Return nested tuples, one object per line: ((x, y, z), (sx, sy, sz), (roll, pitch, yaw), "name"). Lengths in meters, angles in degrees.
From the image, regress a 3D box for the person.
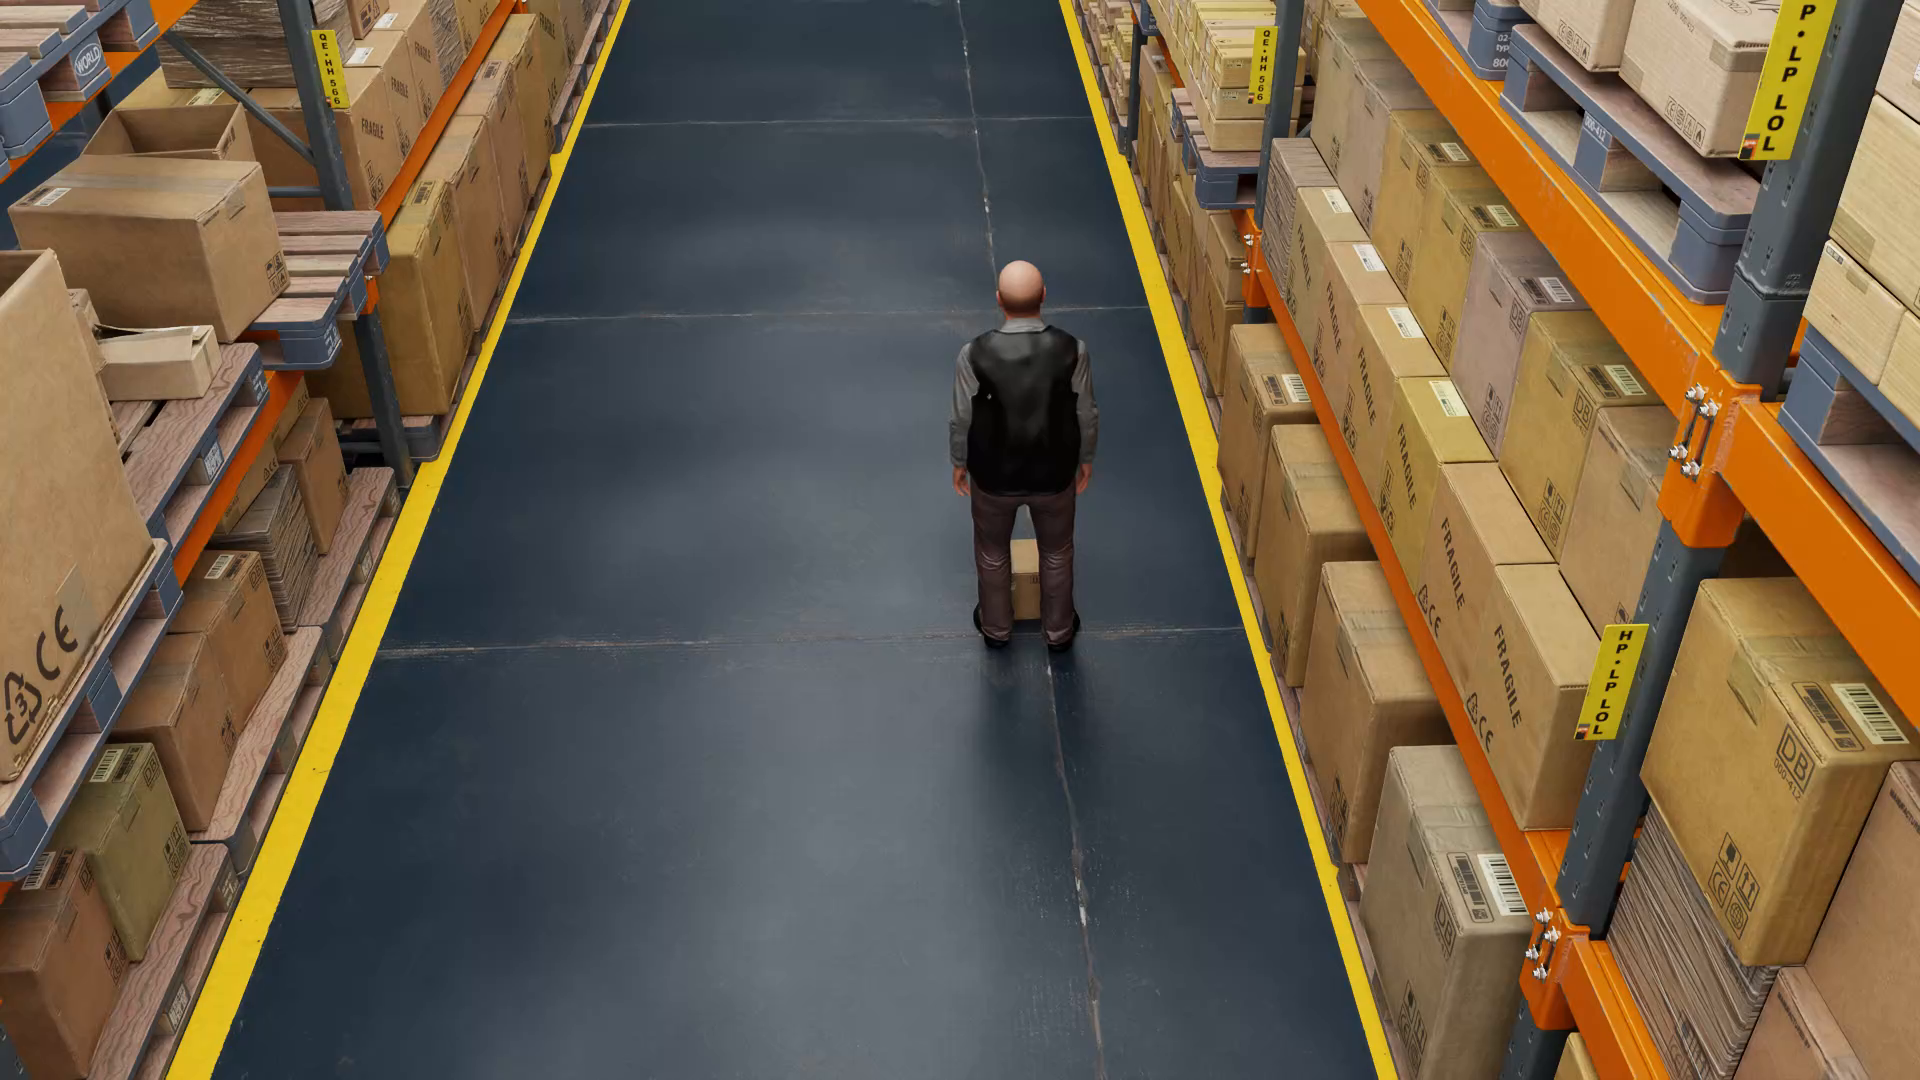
((0.246, -0.281, 6.568), (0.579, 1.720, 0.468), (-2, 35, -2), "person")
